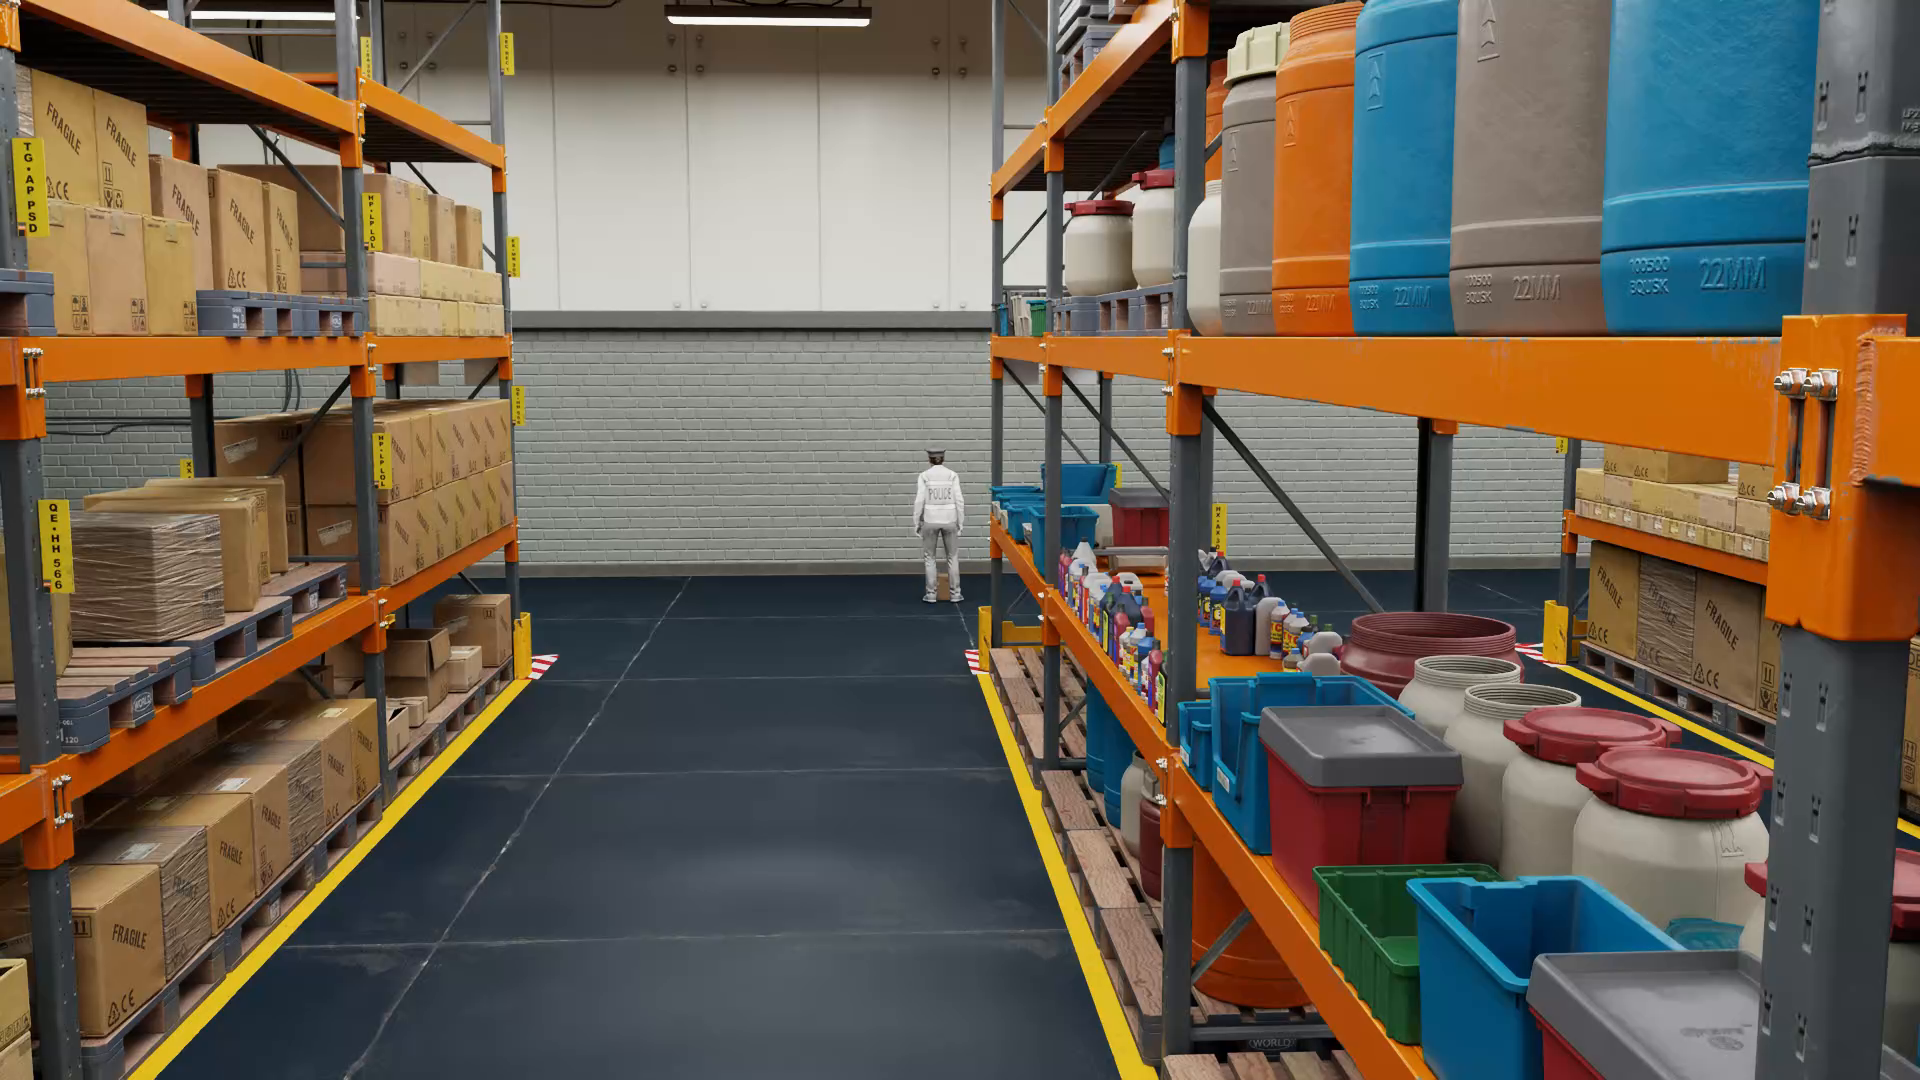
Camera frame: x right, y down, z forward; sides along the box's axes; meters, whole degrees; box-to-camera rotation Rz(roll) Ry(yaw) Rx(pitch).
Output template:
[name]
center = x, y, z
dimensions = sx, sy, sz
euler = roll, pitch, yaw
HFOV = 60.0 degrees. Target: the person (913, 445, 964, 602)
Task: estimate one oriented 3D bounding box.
[person]
center = -0.223, -0.168, 17.602
dimensions = 0.547, 1.666, 0.371
euler = -1, 7, -7
